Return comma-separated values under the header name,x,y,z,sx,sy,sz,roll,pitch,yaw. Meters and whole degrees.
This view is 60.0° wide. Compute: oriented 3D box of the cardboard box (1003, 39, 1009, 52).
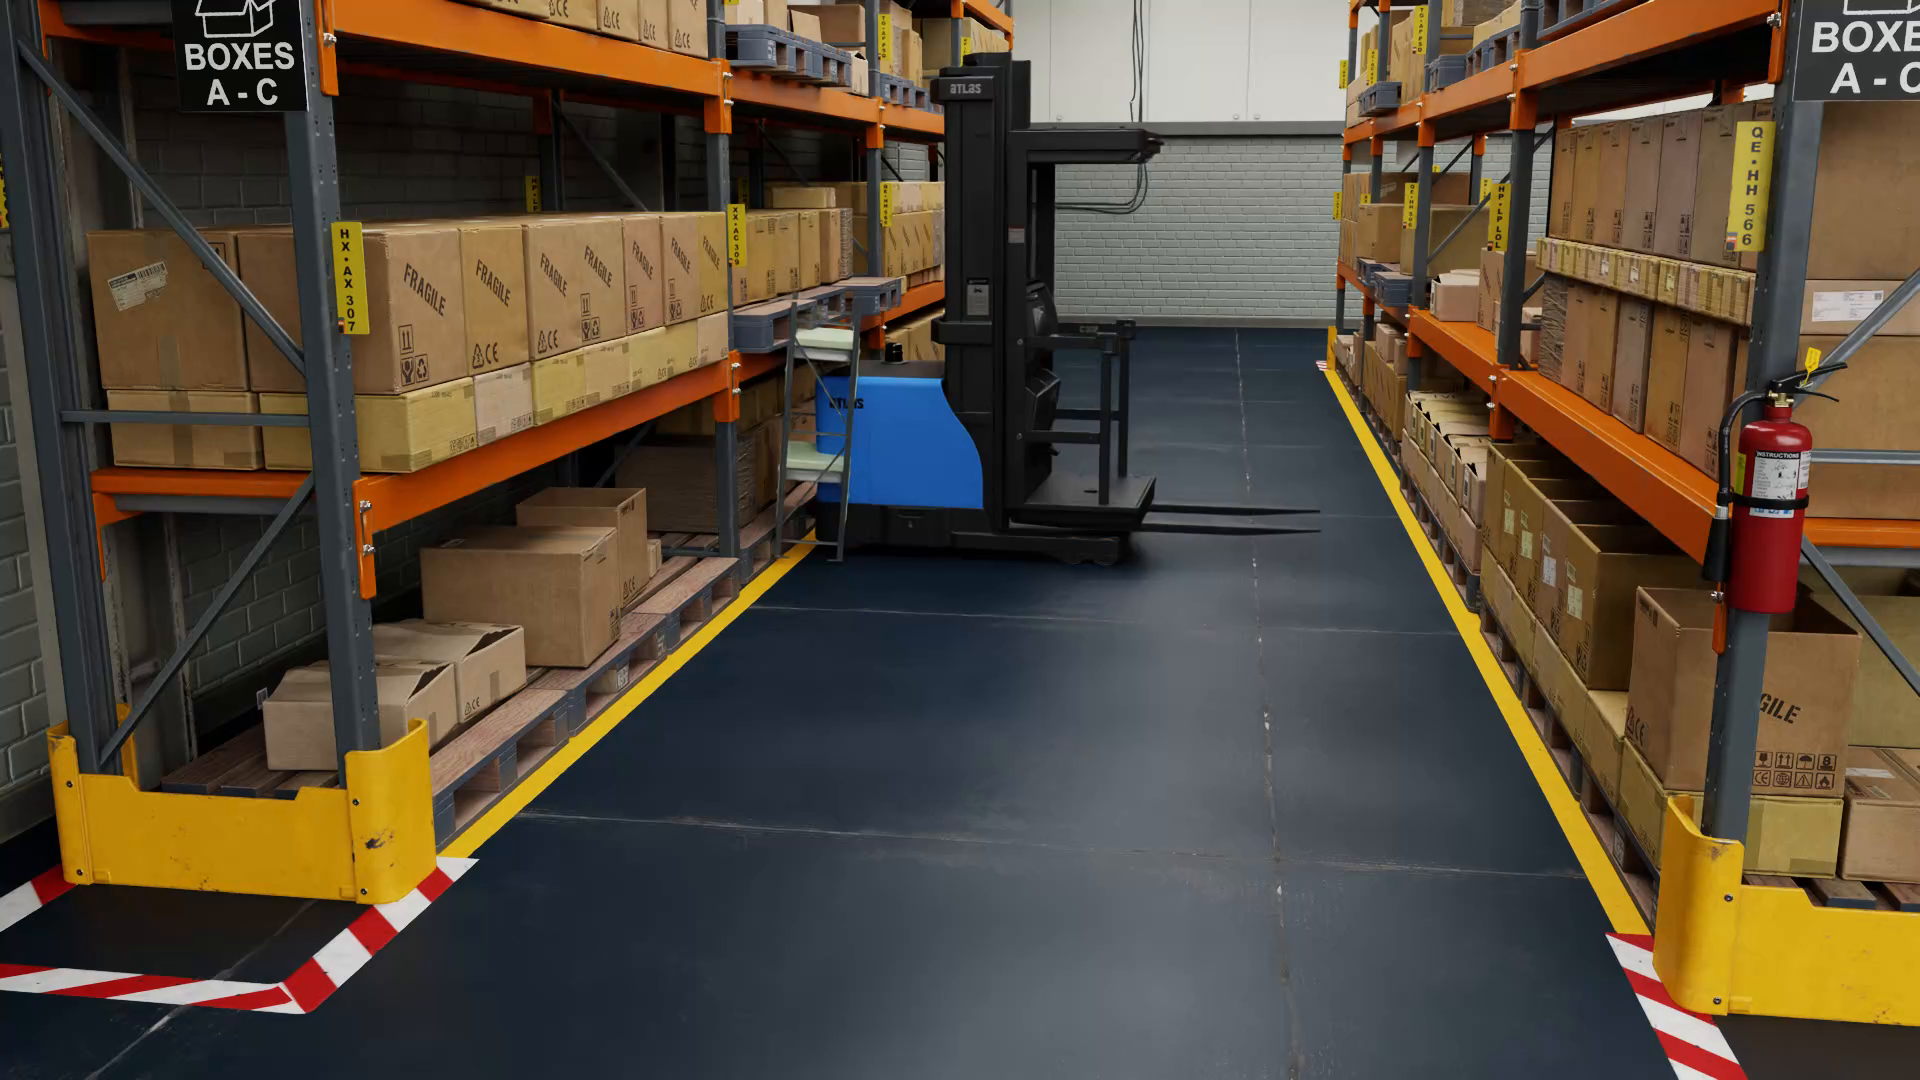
name,x,y,z,sx,sy,sz,roll,pitch,yaw
cardboard box,0.287,-5.546,19.330,0.500,0.500,0.500,2,12,8

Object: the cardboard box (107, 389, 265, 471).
name,x,y,z,sx,sy,sz,roll,pitch,yaw
cardboard box,-2.450,-0.403,5.551,0.500,0.250,0.500,2,12,9

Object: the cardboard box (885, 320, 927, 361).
name,x,y,z,sx,sy,sz,roll,pitch,yaw
cardboard box,-0.716,-1.514,14.502,0.750,0.750,0.750,2,12,8

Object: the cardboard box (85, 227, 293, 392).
name,x,y,z,sx,sy,sz,roll,pitch,yaw
cardboard box,-2.468,-0.771,5.479,0.500,0.500,0.500,2,12,8

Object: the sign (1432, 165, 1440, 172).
name,x,y,z,sx,sy,sz,roll,pitch,yaw
sign,5.571,-4.232,19.512,0.100,0.325,0.005,2,12,9

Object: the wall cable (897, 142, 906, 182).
name,x,y,z,sx,sy,sz,roll,pitch,yaw
wall cable,-0.607,-4.487,21.784,0.084,1.984,1.851,2,12,9

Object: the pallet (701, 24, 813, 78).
name,x,y,z,sx,sy,sz,roll,pitch,yaw
pallet,-1.515,-2.695,9.205,1.213,0.211,1.003,2,12,9

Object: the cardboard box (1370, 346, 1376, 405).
name,x,y,z,sx,sy,sz,roll,pitch,yaw
cardboard box,4.024,-1.490,15.176,0.500,0.500,0.500,2,12,9

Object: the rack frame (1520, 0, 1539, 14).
name,x,y,z,sx,sy,sz,roll,pitch,yaw
rack frame,3.180,-3.968,7.547,1.000,3.000,0.127,2,12,9

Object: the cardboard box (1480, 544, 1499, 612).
name,x,y,z,sx,sy,sz,roll,pitch,yaw
cardboard box,2.809,0.190,8.022,0.500,0.250,0.500,2,12,9

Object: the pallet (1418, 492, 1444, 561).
name,x,y,z,sx,sy,sz,roll,pitch,yaw
pallet,3.440,-0.082,10.372,1.003,0.211,1.213,2,12,9

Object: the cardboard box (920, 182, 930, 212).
name,x,y,z,sx,sy,sz,roll,pitch,yaw
cardboard box,-0.548,-3.008,14.558,0.500,0.250,0.500,2,12,7

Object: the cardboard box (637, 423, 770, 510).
name,x,y,z,sx,sy,sz,roll,pitch,yaw
cardboard box,-1.589,-0.452,10.358,0.700,0.500,0.500,2,12,8

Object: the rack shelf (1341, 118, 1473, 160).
name,x,y,z,sx,sy,sz,roll,pitch,yaw
rack shelf,4.718,-4.232,17.598,1.077,0.370,4.000,2,12,9

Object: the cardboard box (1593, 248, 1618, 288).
name,x,y,z,sx,sy,sz,roll,pitch,yaw
cardboard box,2.753,-1.084,6.625,0.380,0.149,0.250,2,12,7

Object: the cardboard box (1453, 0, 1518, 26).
name,x,y,z,sx,sy,sz,roll,pitch,yaw
cardboard box,3.869,-3.963,12.032,0.500,0.500,0.500,2,12,9

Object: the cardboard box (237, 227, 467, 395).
name,x,y,z,sx,sy,sz,roll,pitch,yaw
cardboard box,-1.960,-0.755,5.407,0.500,0.500,0.500,2,12,9

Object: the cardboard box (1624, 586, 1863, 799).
name,x,y,z,sx,sy,sz,roll,pitch,yaw
cardboard box,2.353,0.448,5.045,0.500,0.500,0.500,2,12,9

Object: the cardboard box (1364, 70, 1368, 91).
name,x,y,z,sx,sy,sz,roll,pitch,yaw
cardboard box,4.297,-4.552,16.547,0.500,0.250,0.500,2,12,9

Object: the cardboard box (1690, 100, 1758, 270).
name,x,y,z,sx,sy,sz,roll,pitch,yaw
cardboard box,2.733,-1.104,5.177,0.700,0.500,0.500,2,12,7

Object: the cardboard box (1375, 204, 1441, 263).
name,x,y,z,sx,sy,sz,roll,pitch,yaw
cardboard box,4.073,-2.719,14.754,0.700,0.500,0.500,4,13,18

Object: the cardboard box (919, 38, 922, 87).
name,x,y,z,sx,sy,sz,roll,pitch,yaw
cardboard box,-0.729,-4.411,15.441,0.700,0.500,0.500,1,12,6

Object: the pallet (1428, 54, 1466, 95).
name,x,y,z,sx,sy,sz,roll,pitch,yaw
pallet,3.779,-3.098,11.078,1.213,0.211,1.003,2,12,11

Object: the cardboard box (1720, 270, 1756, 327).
name,x,y,z,sx,sy,sz,roll,pitch,yaw
cardboard box,2.474,-0.709,4.887,0.380,0.149,0.250,2,12,10

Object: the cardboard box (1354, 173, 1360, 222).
name,x,y,z,sx,sy,sz,roll,pitch,yaw
cardboard box,4.386,-3.564,17.300,0.500,0.500,0.500,2,12,9

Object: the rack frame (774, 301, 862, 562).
name,x,y,z,sx,sy,sz,roll,pitch,yaw
rack frame,-0.829,-0.616,9.658,0.400,1.500,0.023,4,12,-6

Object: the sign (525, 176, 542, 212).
name,x,y,z,sx,sy,sz,roll,pitch,yaw
sign,-2.264,-1.779,8.878,0.100,0.325,0.005,2,12,9

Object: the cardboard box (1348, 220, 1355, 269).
name,x,y,z,sx,sy,sz,roll,pitch,yaw
cardboard box,4.464,-3.183,17.905,0.500,0.500,0.500,2,12,9

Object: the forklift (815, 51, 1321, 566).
name,x,y,z,sx,sy,sz,roll,pitch,yaw
forklift,0.684,-1.401,10.038,3.031,2.935,1.130,3,12,11

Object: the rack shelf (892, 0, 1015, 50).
name,x,y,z,sx,sy,sz,roll,pitch,yaw
rack shelf,-0.177,-5.663,18.066,1.077,0.370,4.000,2,12,9

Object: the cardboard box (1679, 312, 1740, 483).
name,x,y,z,sx,sy,sz,roll,pitch,yaw
cardboard box,2.725,-0.458,5.262,0.700,0.500,0.500,2,12,10

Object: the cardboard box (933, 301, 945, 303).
name,x,y,z,sx,sy,sz,roll,pitch,yaw
cardboard box,-0.211,-2.667,19.145,0.380,0.149,0.250,2,12,9

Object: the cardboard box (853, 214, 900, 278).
name,x,y,z,sx,sy,sz,roll,pitch,yaw
cardboard box,-0.772,-2.325,13.171,0.500,0.500,0.500,2,12,10

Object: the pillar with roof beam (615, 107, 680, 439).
name,x,y,z,sx,sy,sz,roll,pitch,yaw
pillar with roof beam,2.099,-4.579,10.379,9.100,9.000,0.400,2,12,9

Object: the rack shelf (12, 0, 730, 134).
name,x,y,z,sx,sy,sz,roll,pitch,yaw
rack shelf,-2.023,-1.894,6.748,1.077,0.370,4.000,2,12,9

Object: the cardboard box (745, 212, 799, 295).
name,x,y,z,sx,sy,sz,roll,pitch,yaw
cardboard box,-1.440,-1.818,10.529,0.700,0.500,0.500,4,13,16

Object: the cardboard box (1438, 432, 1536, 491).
name,x,y,z,sx,sy,sz,roll,pitch,yaw
cardboard box,3.112,-0.477,9.785,0.500,0.311,0.500,2,12,8

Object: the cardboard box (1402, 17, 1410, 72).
name,x,y,z,sx,sy,sz,roll,pitch,yaw
cardboard box,4.180,-4.228,14.401,0.600,0.600,0.600,2,12,8

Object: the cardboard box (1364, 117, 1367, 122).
name,x,y,z,sx,sy,sz,roll,pitch,yaw
cardboard box,4.310,-4.308,16.598,0.500,0.250,0.500,2,12,9

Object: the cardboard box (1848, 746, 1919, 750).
name,x,y,z,sx,sy,sz,roll,pitch,yaw
cardboard box,2.940,0.727,5.529,0.500,0.250,0.500,2,12,9

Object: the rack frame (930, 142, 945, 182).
name,x,y,z,sx,sy,sz,roll,pitch,yaw
rack frame,0.130,-3.693,20.512,1.000,3.000,0.127,2,12,9

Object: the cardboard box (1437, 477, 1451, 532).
name,x,y,z,sx,sy,sz,roll,pitch,yaw
cardboard box,3.115,-0.204,9.851,0.500,0.250,0.500,2,12,10

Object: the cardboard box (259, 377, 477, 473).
name,x,y,z,sx,sy,sz,roll,pitch,yaw
cardboard box,-1.942,-0.391,5.494,0.500,0.250,0.500,2,12,7

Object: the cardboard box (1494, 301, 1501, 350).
name,x,y,z,sx,sy,sz,roll,pitch,yaw
cardboard box,3.134,-1.159,9.070,0.396,0.266,0.258,2,12,7

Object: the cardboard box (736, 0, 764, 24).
name,x,y,z,sx,sy,sz,roll,pitch,yaw
cardboard box,-1.457,-3.063,9.680,0.500,0.311,0.500,2,12,10

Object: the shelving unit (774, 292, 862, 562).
name,x,y,z,sx,sy,sz,roll,pitch,yaw
shelving unit,-0.861,-0.696,10.014,0.431,1.500,0.755,4,12,-6

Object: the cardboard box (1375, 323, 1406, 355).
name,x,y,z,sx,sy,sz,roll,pitch,yaw
cardboard box,3.941,-1.760,14.648,0.500,0.250,0.500,2,12,9

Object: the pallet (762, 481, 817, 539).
name,x,y,z,sx,sy,sz,roll,pitch,yaw
pallet,-1.412,-0.249,11.148,1.003,0.211,1.213,2,12,9

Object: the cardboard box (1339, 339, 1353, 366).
name,x,y,z,sx,sy,sz,roll,pitch,yaw
cardboard box,4.508,-2.092,18.565,0.500,0.250,0.500,2,12,9

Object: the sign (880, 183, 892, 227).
name,x,y,z,sx,sy,sz,roll,pitch,yaw
sign,-0.562,-2.540,12.598,0.100,0.325,0.005,2,12,9

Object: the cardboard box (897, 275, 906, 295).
name,x,y,z,sx,sy,sz,roll,pitch,yaw
cardboard box,-0.649,-2.081,13.578,0.380,0.149,0.250,2,12,10

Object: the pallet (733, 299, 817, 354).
name,x,y,z,sx,sy,sz,roll,pitch,yaw
pallet,-1.454,-1.256,9.657,1.003,0.211,1.213,2,12,9
